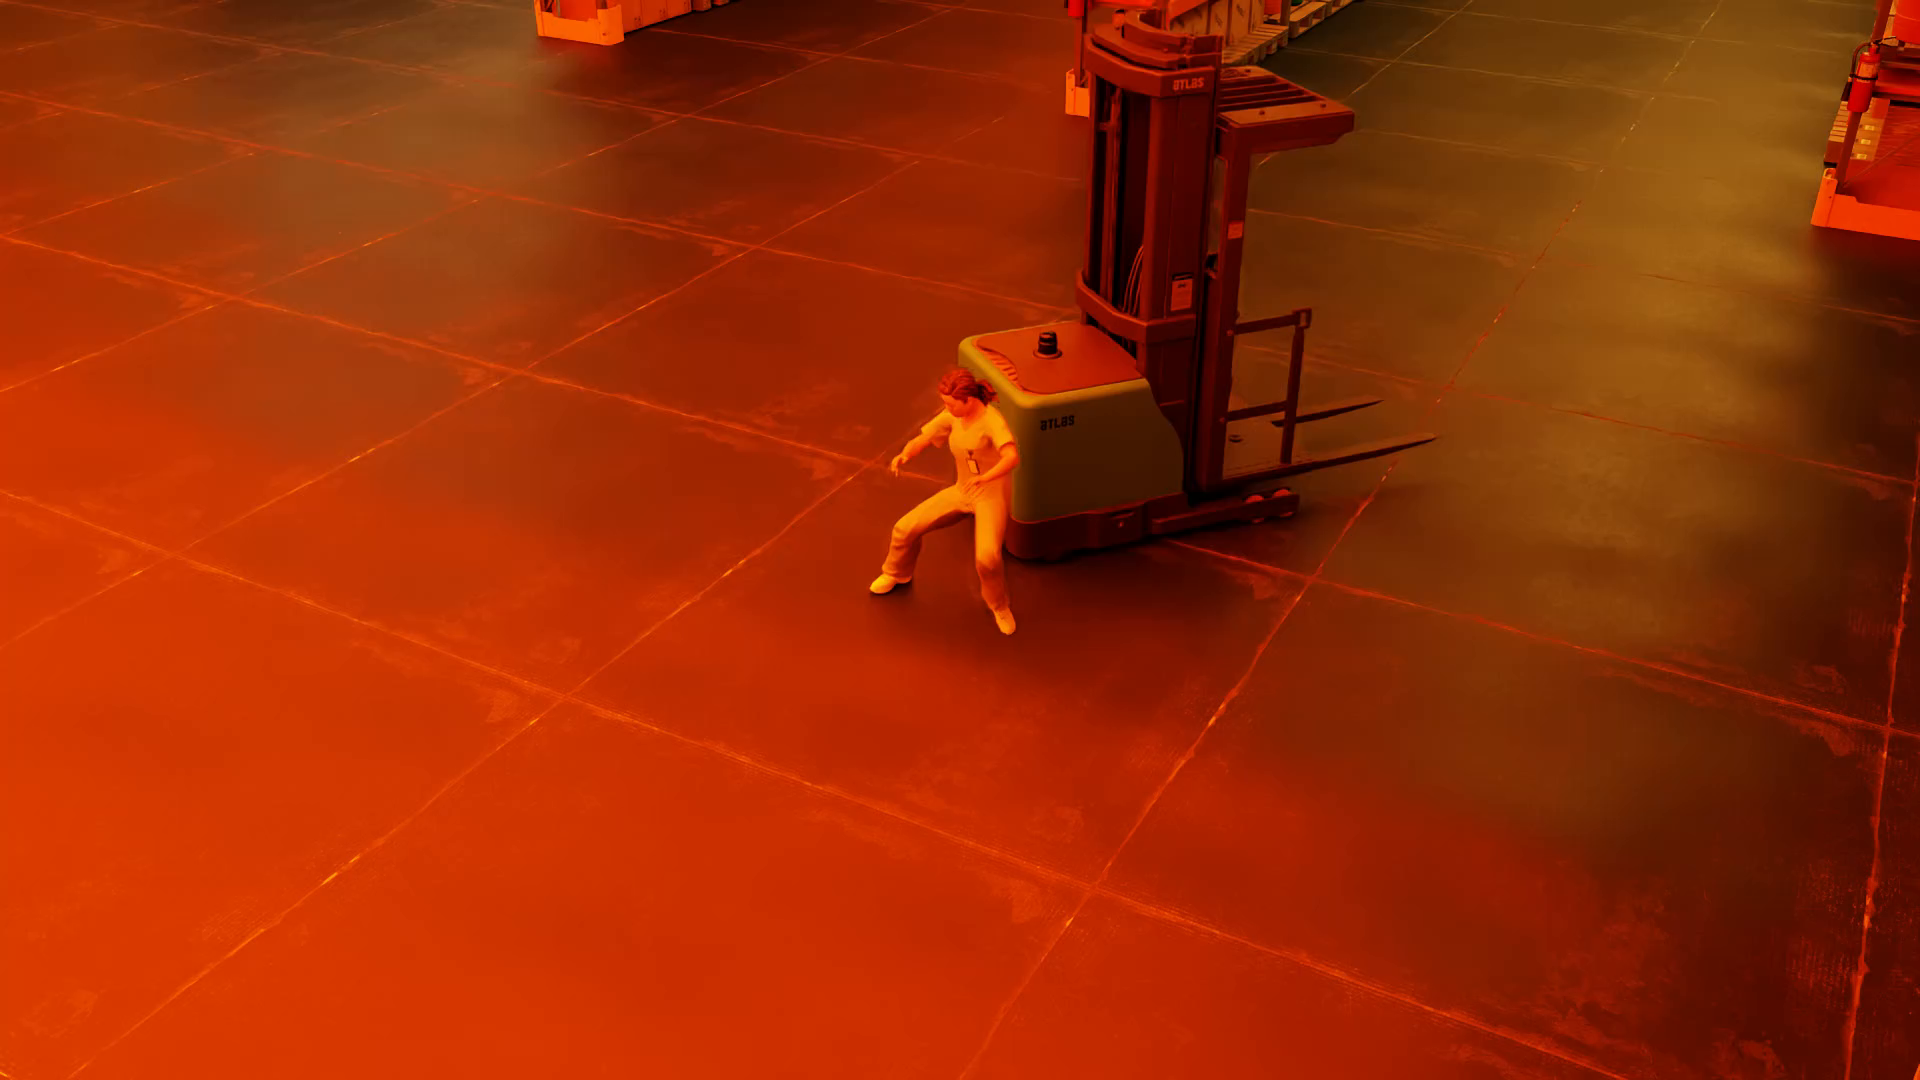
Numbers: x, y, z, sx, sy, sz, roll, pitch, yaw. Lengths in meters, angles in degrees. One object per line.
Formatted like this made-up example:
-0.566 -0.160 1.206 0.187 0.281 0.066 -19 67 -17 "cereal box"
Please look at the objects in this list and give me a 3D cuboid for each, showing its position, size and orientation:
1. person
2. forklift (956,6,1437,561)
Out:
-0.055 -0.223 8.969 0.685 1.450 0.955 -23 37 -34 "person"
1.544 -1.608 9.857 3.031 2.935 1.130 -11 32 -19 "forklift"
